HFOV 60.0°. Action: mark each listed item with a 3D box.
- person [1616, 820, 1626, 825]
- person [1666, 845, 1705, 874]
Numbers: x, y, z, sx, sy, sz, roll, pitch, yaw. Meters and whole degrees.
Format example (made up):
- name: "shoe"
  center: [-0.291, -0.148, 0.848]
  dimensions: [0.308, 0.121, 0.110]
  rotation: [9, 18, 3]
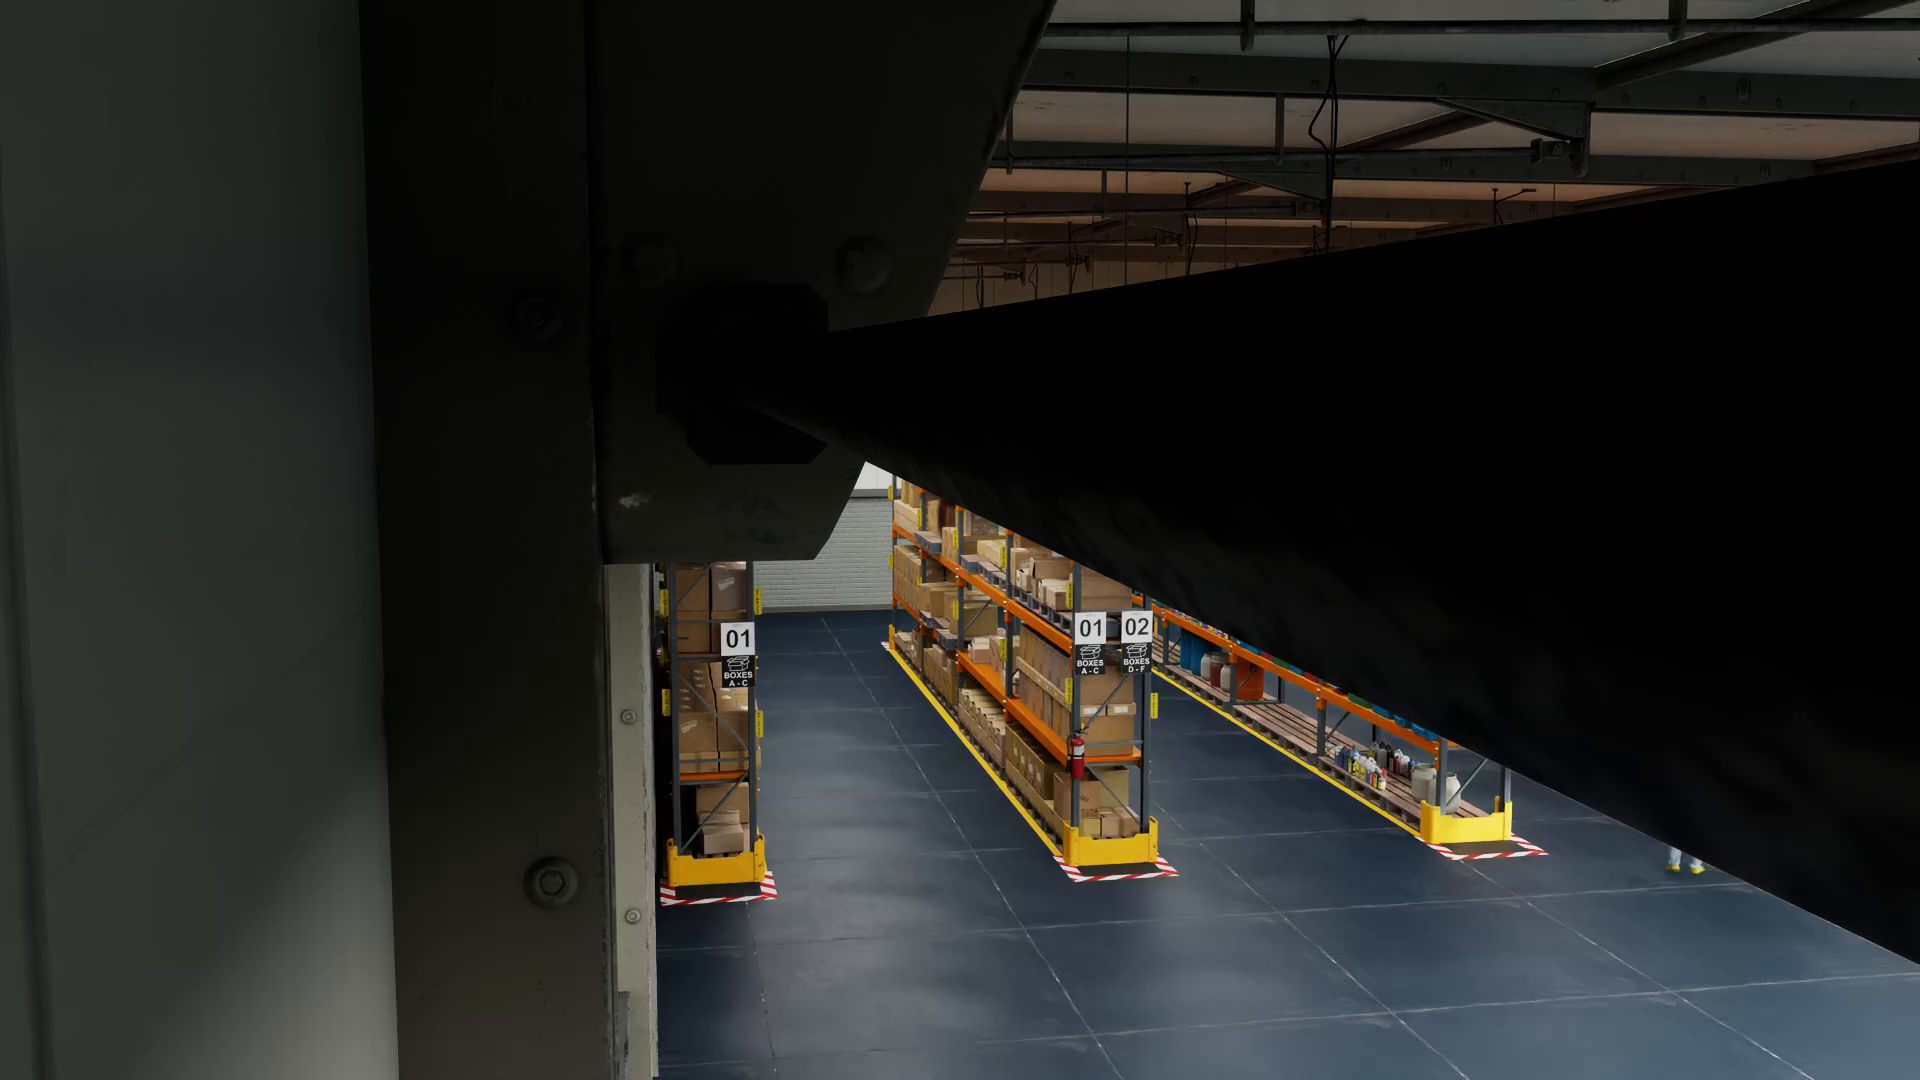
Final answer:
- name: "person"
  center: [9.379, 3.083, 22.400]
  dimensions: [0.802, 1.648, 0.586]
  rotation: [-2, 7, -19]
- name: "person"
  center: [9.010, 3.253, 20.493]
  dimensions: [0.619, 1.812, 0.553]
  rotation: [3, 7, 24]
